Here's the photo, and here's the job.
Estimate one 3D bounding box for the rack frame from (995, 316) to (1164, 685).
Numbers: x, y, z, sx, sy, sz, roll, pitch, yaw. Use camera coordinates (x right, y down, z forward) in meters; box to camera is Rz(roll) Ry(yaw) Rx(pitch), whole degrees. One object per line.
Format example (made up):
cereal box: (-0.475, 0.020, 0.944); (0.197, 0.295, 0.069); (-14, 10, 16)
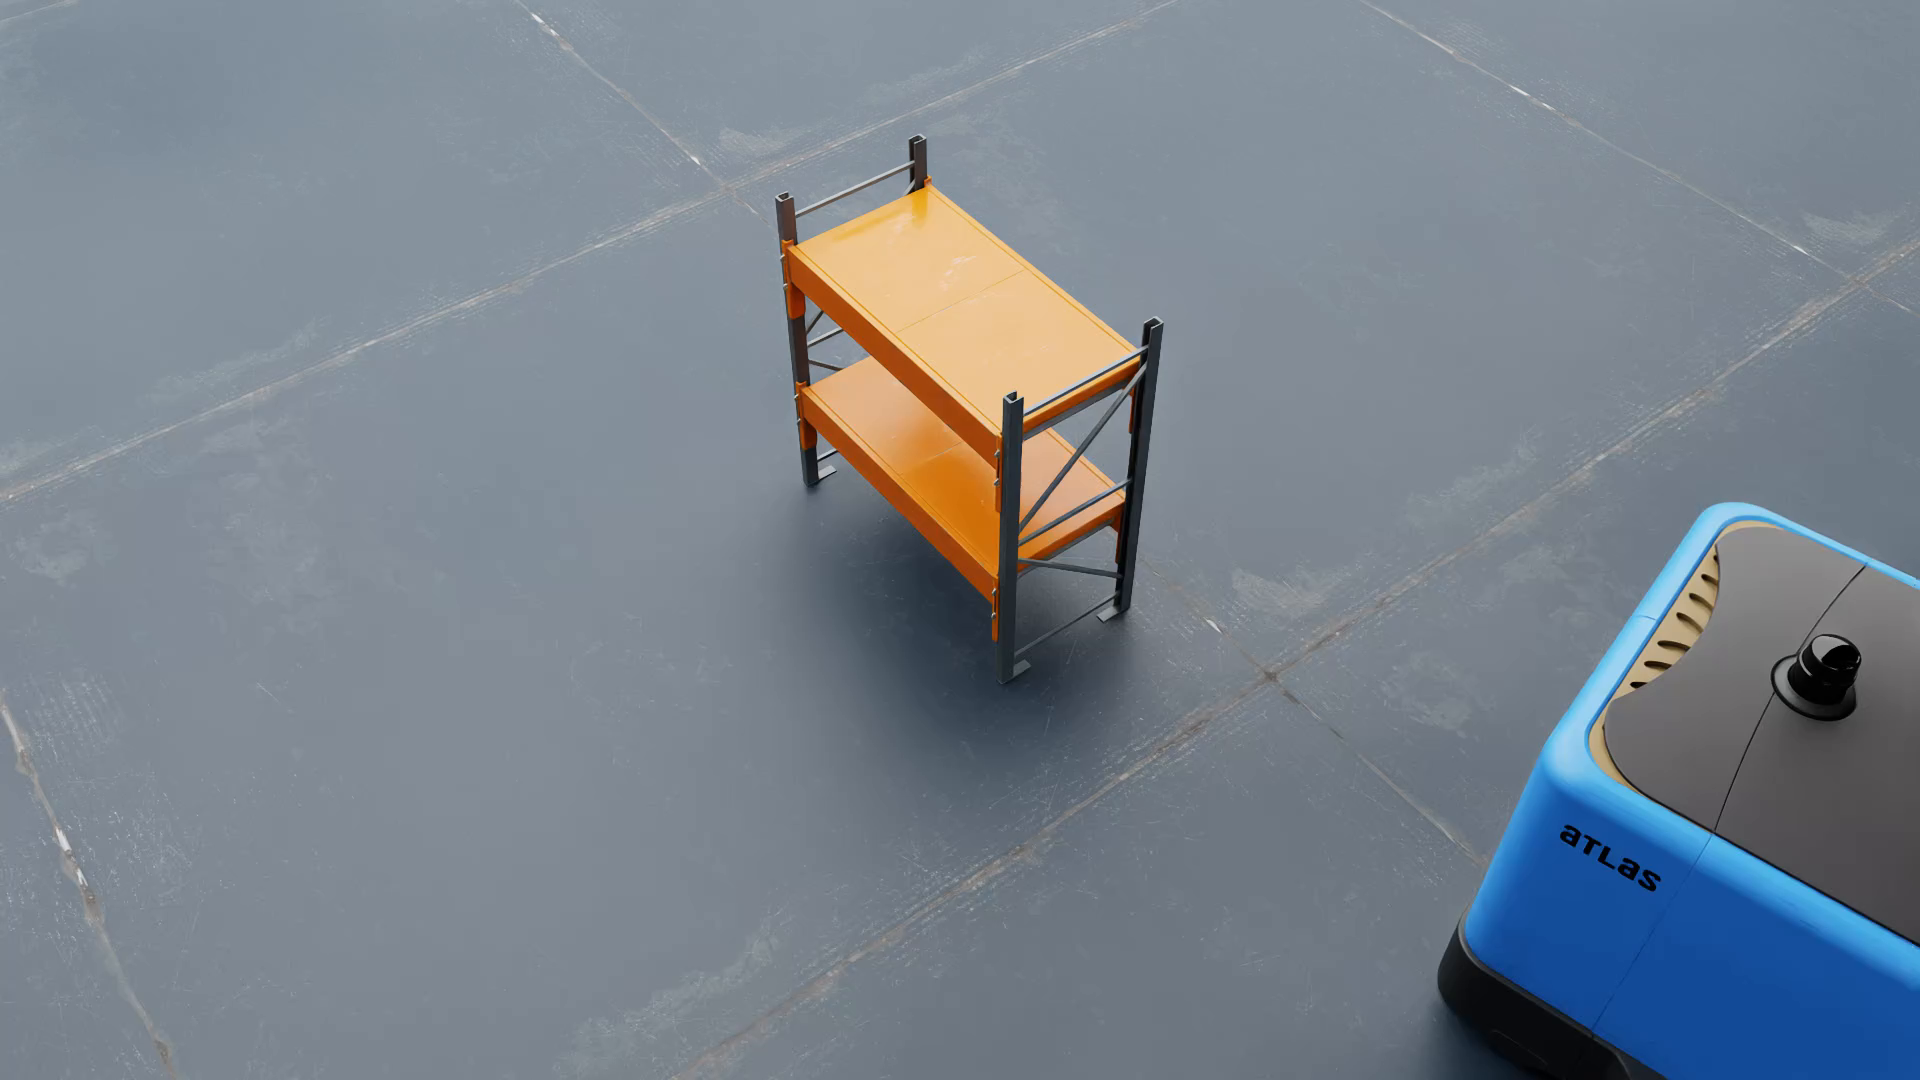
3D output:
rack frame: (0.312, -0.074, 4.558); (0.500, 1.125, 0.032); (-29, 54, -24)

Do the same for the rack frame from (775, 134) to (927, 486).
rack frame: (-0.304, -0.674, 5.101); (0.500, 1.125, 0.032); (-29, 54, -24)

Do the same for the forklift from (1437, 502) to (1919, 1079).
forklift: (2.659, 0.582, 2.744); (3.031, 2.935, 1.130); (30, 55, 25)

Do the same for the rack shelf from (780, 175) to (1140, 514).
rack shelf: (0.004, -0.570, 4.613); (0.538, 0.278, 1.000); (-29, 54, -24)

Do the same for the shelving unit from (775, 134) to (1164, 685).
shelving unit: (0.004, -0.374, 4.830); (0.538, 1.125, 1.048); (-29, 54, -24)

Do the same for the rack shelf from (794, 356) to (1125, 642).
rack shelf: (0.004, -0.210, 5.011); (0.538, 0.278, 1.000); (-29, 54, -24)
